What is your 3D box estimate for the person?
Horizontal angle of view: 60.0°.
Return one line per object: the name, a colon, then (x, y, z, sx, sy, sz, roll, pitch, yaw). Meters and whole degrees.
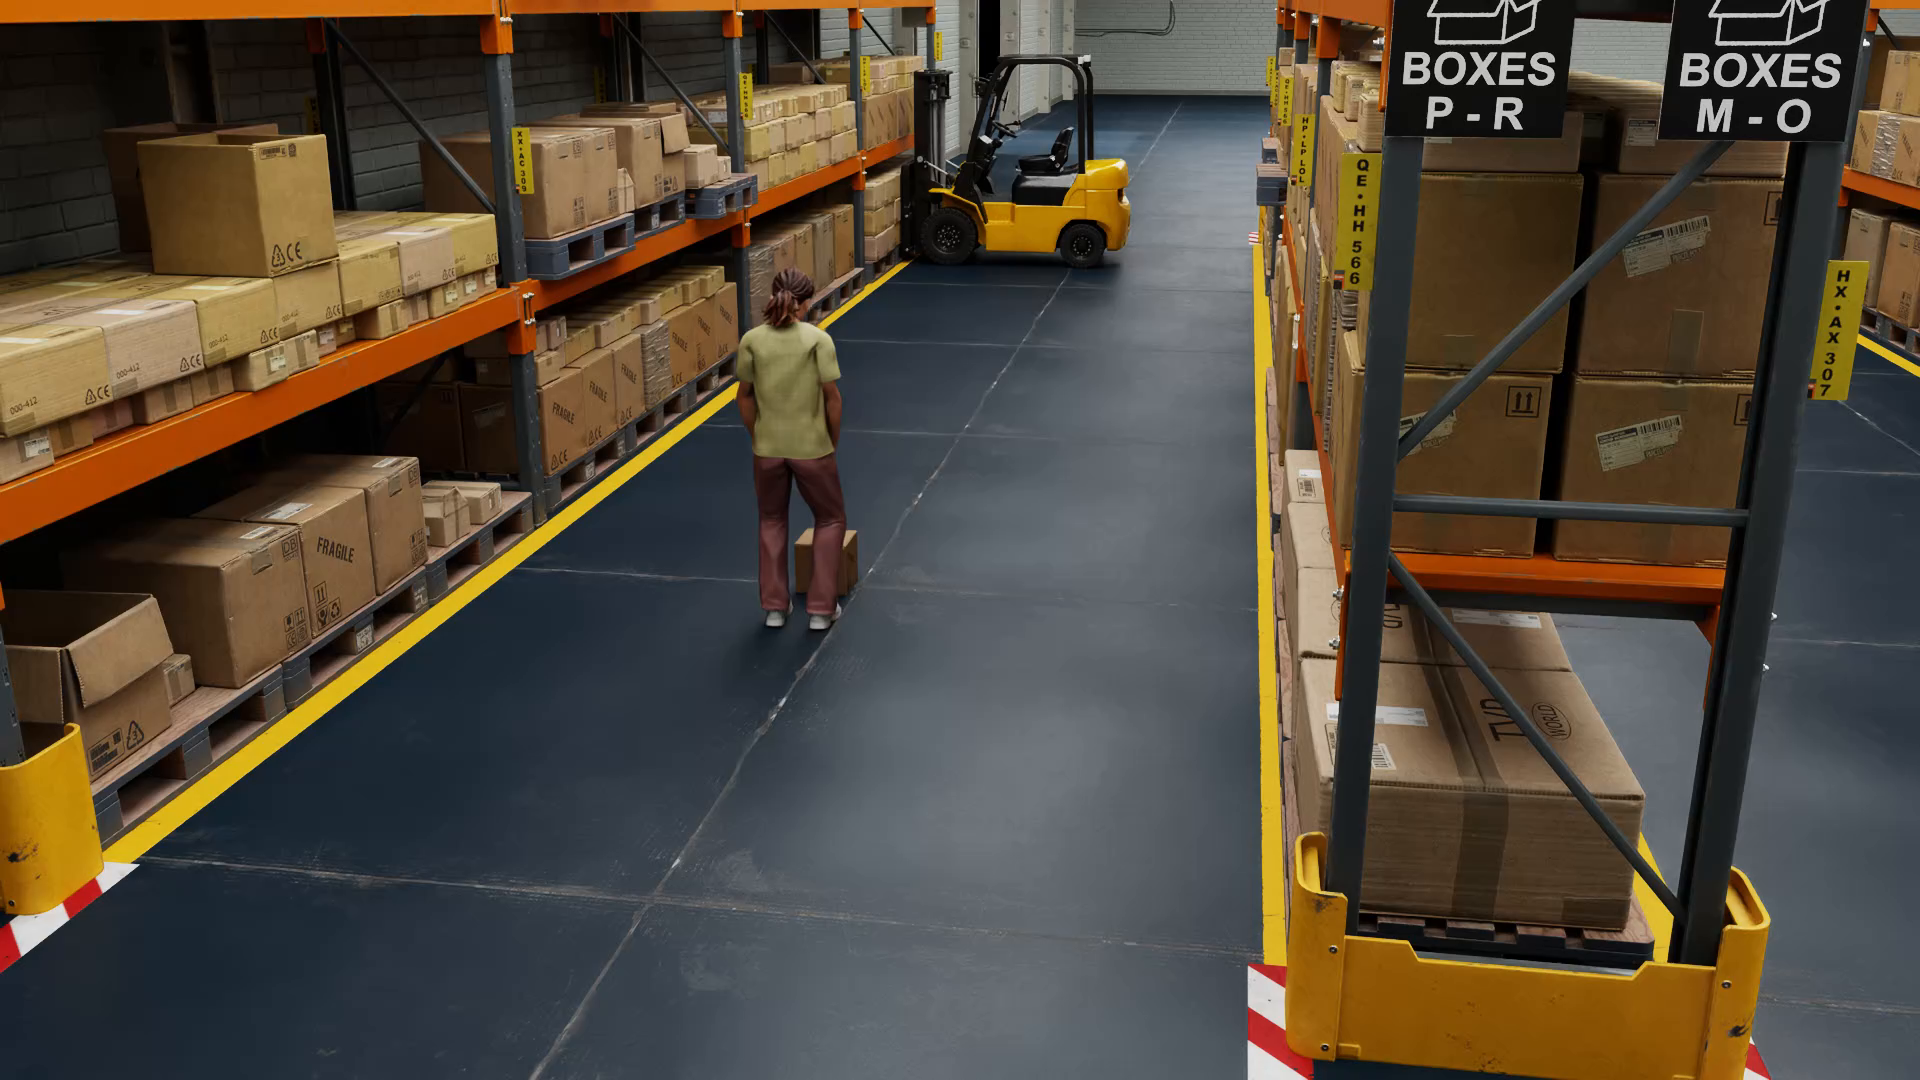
person: (-0.752, -0.397, 7.413, 0.478, 1.603, 0.426, 3, 18, 10)
